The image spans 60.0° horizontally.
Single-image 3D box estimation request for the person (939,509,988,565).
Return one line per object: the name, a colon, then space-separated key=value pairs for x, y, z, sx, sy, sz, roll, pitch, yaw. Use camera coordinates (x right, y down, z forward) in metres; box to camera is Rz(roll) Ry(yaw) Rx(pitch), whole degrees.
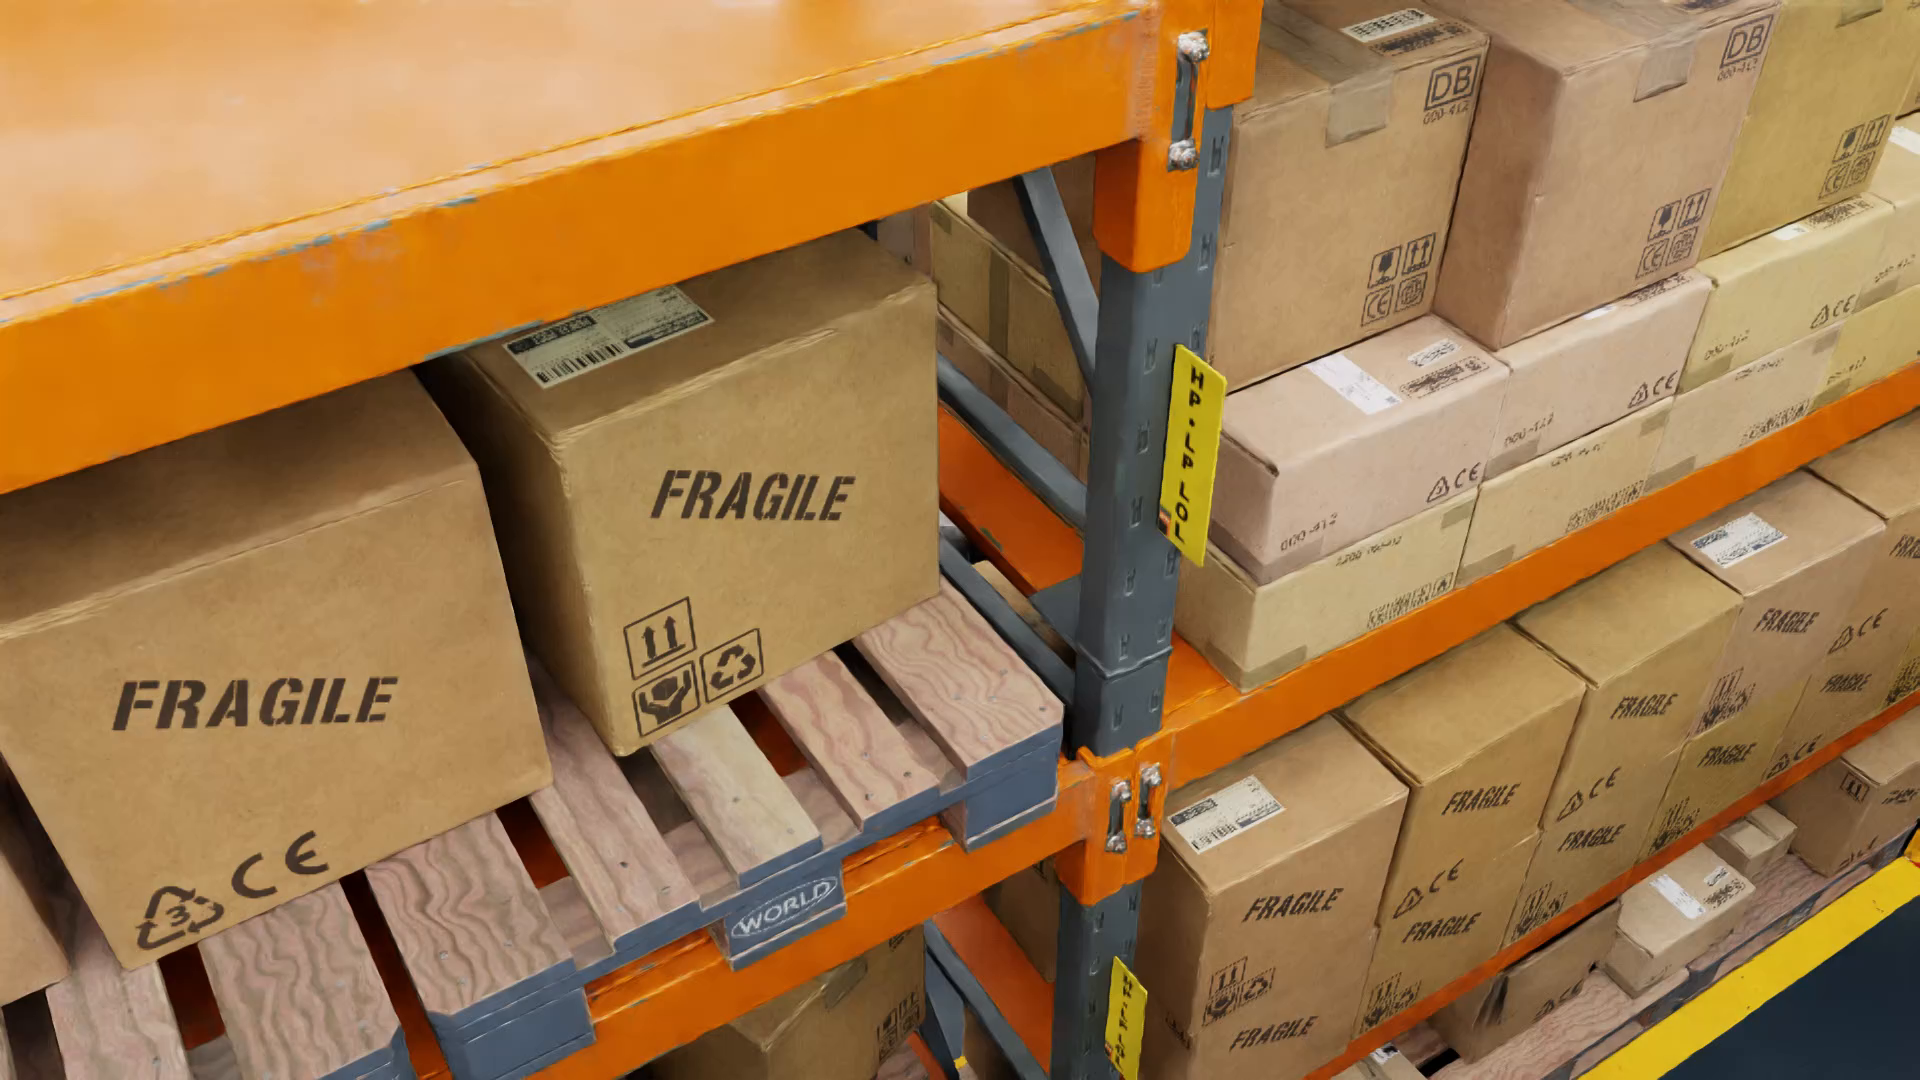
person: x=0.012 y=-0.116 z=6.276 sx=0.500 sy=1.715 sz=0.388 roll=-17 pitch=44 yaw=-19
